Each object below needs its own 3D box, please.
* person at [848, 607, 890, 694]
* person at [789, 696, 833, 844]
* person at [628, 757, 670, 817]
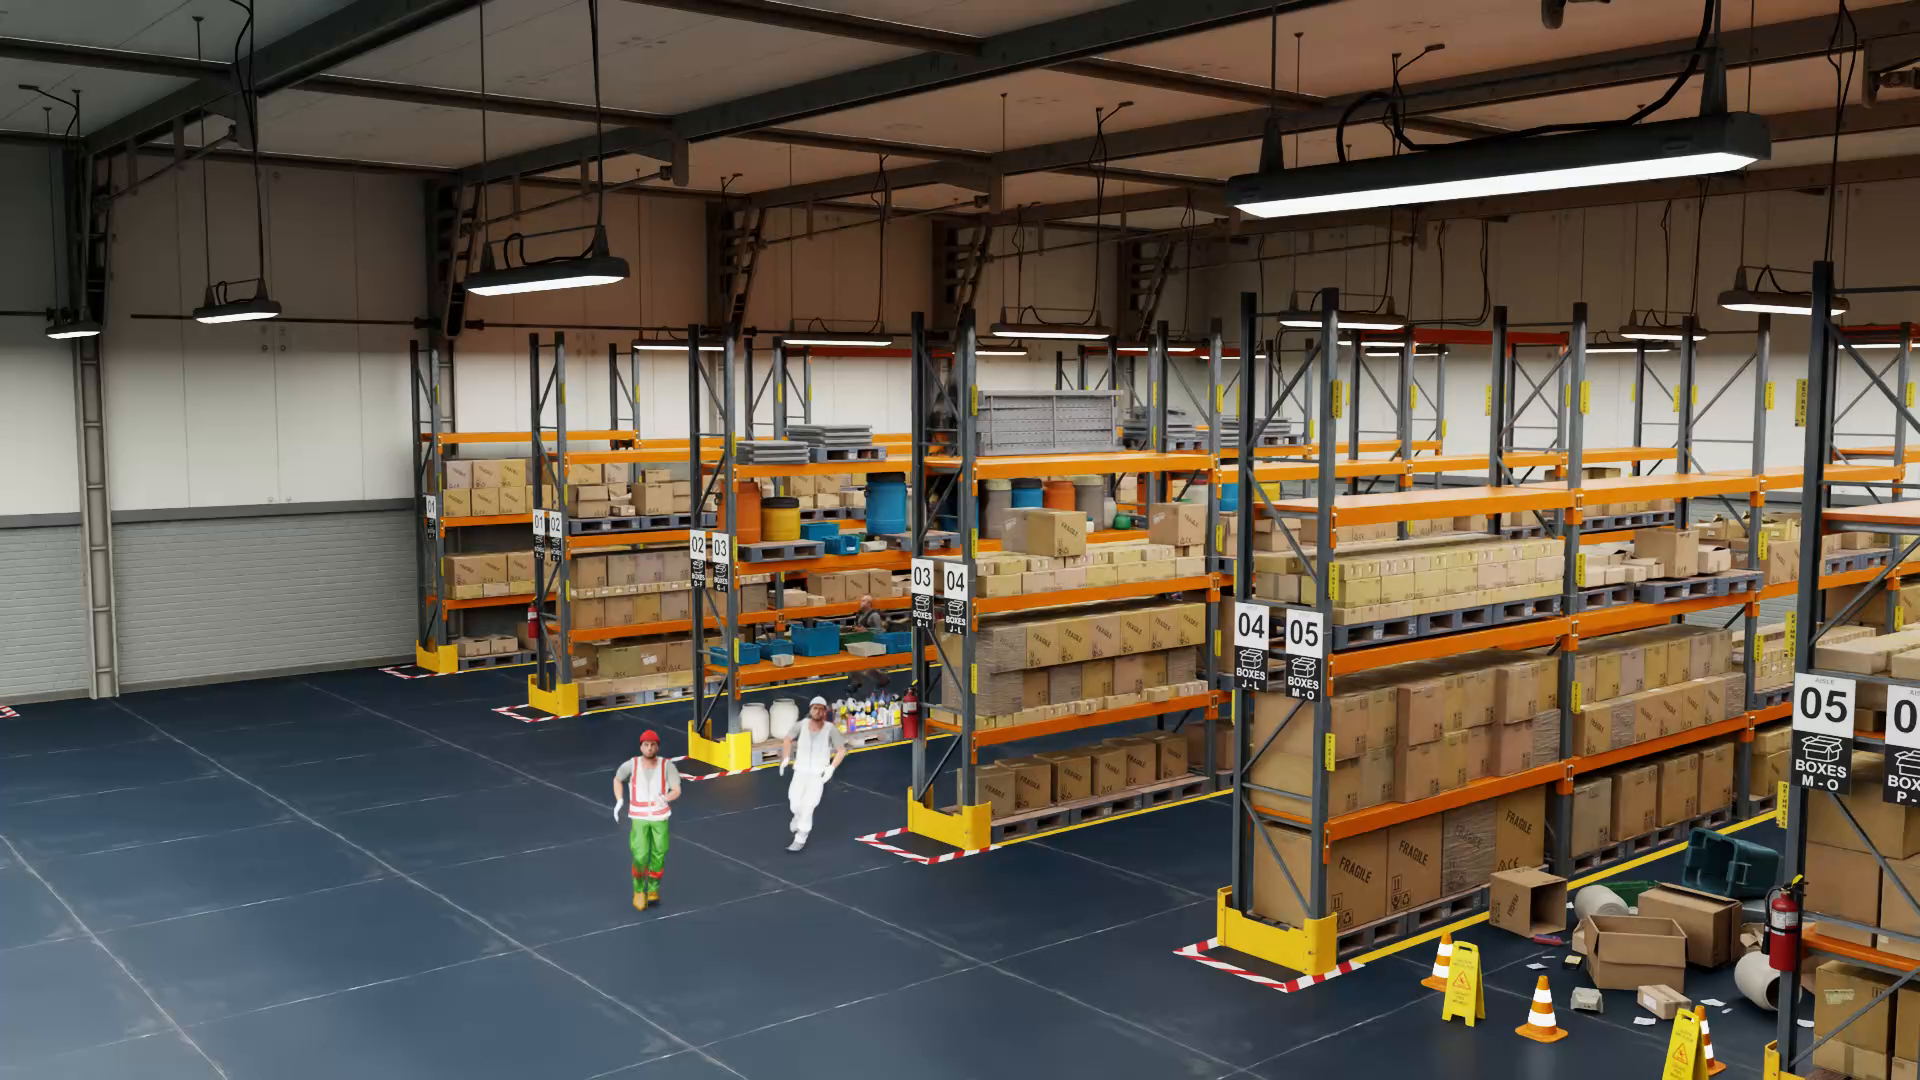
[{"bbox_3d":[-1.465,1.781,26.951,0.859,1.393,0.630,-5,7,-44],"label":"person"},{"bbox_3d":[-1.661,2.577,18.551,0.475,1.663,0.509,0,5,4],"label":"person"},{"bbox_3d":[-3.056,2.443,16.300,0.381,0.525,0.152,-1,5,-16],"label":"person"}]
